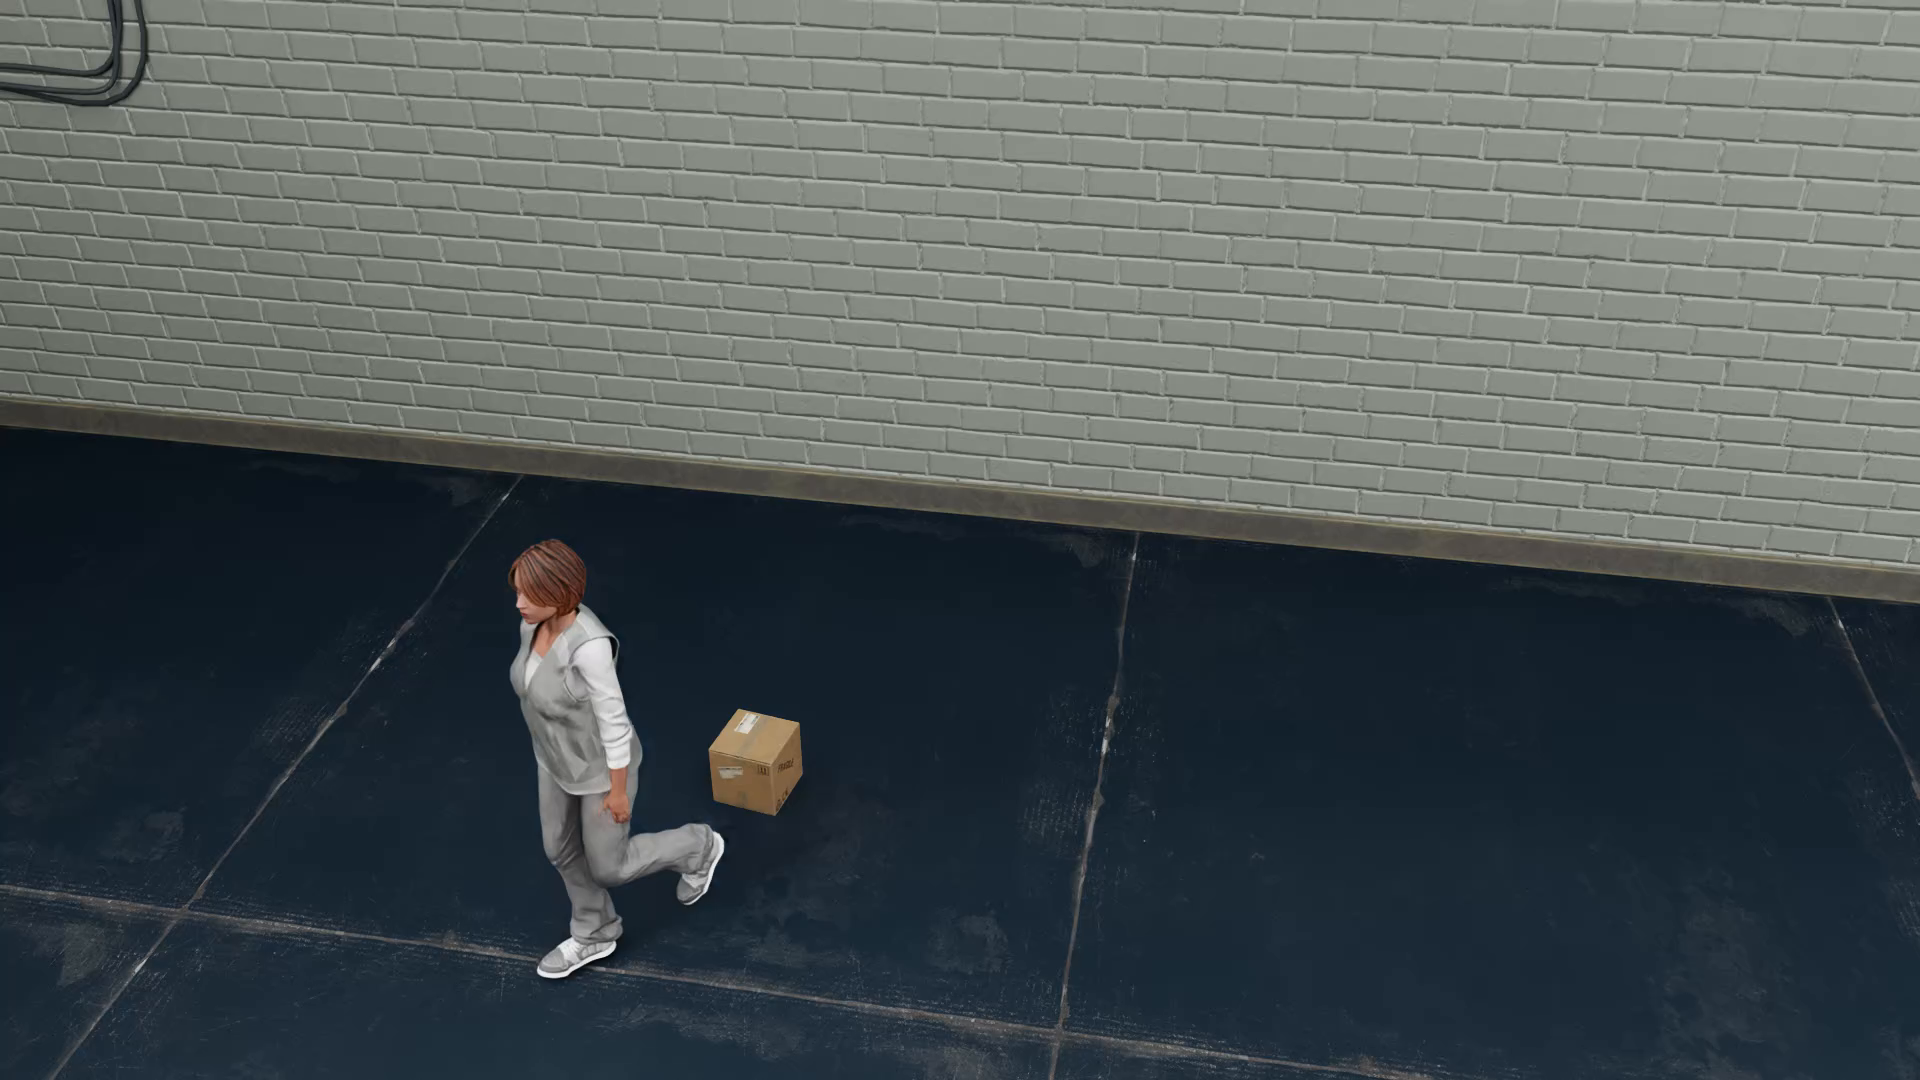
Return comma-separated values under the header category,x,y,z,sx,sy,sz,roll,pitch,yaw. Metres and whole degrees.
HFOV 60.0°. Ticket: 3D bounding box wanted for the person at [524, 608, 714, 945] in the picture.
category,x,y,z,sx,sy,sz,roll,pitch,yaw
person,-1.050,0.721,5.166,0.532,1.275,0.425,-27,41,-35
